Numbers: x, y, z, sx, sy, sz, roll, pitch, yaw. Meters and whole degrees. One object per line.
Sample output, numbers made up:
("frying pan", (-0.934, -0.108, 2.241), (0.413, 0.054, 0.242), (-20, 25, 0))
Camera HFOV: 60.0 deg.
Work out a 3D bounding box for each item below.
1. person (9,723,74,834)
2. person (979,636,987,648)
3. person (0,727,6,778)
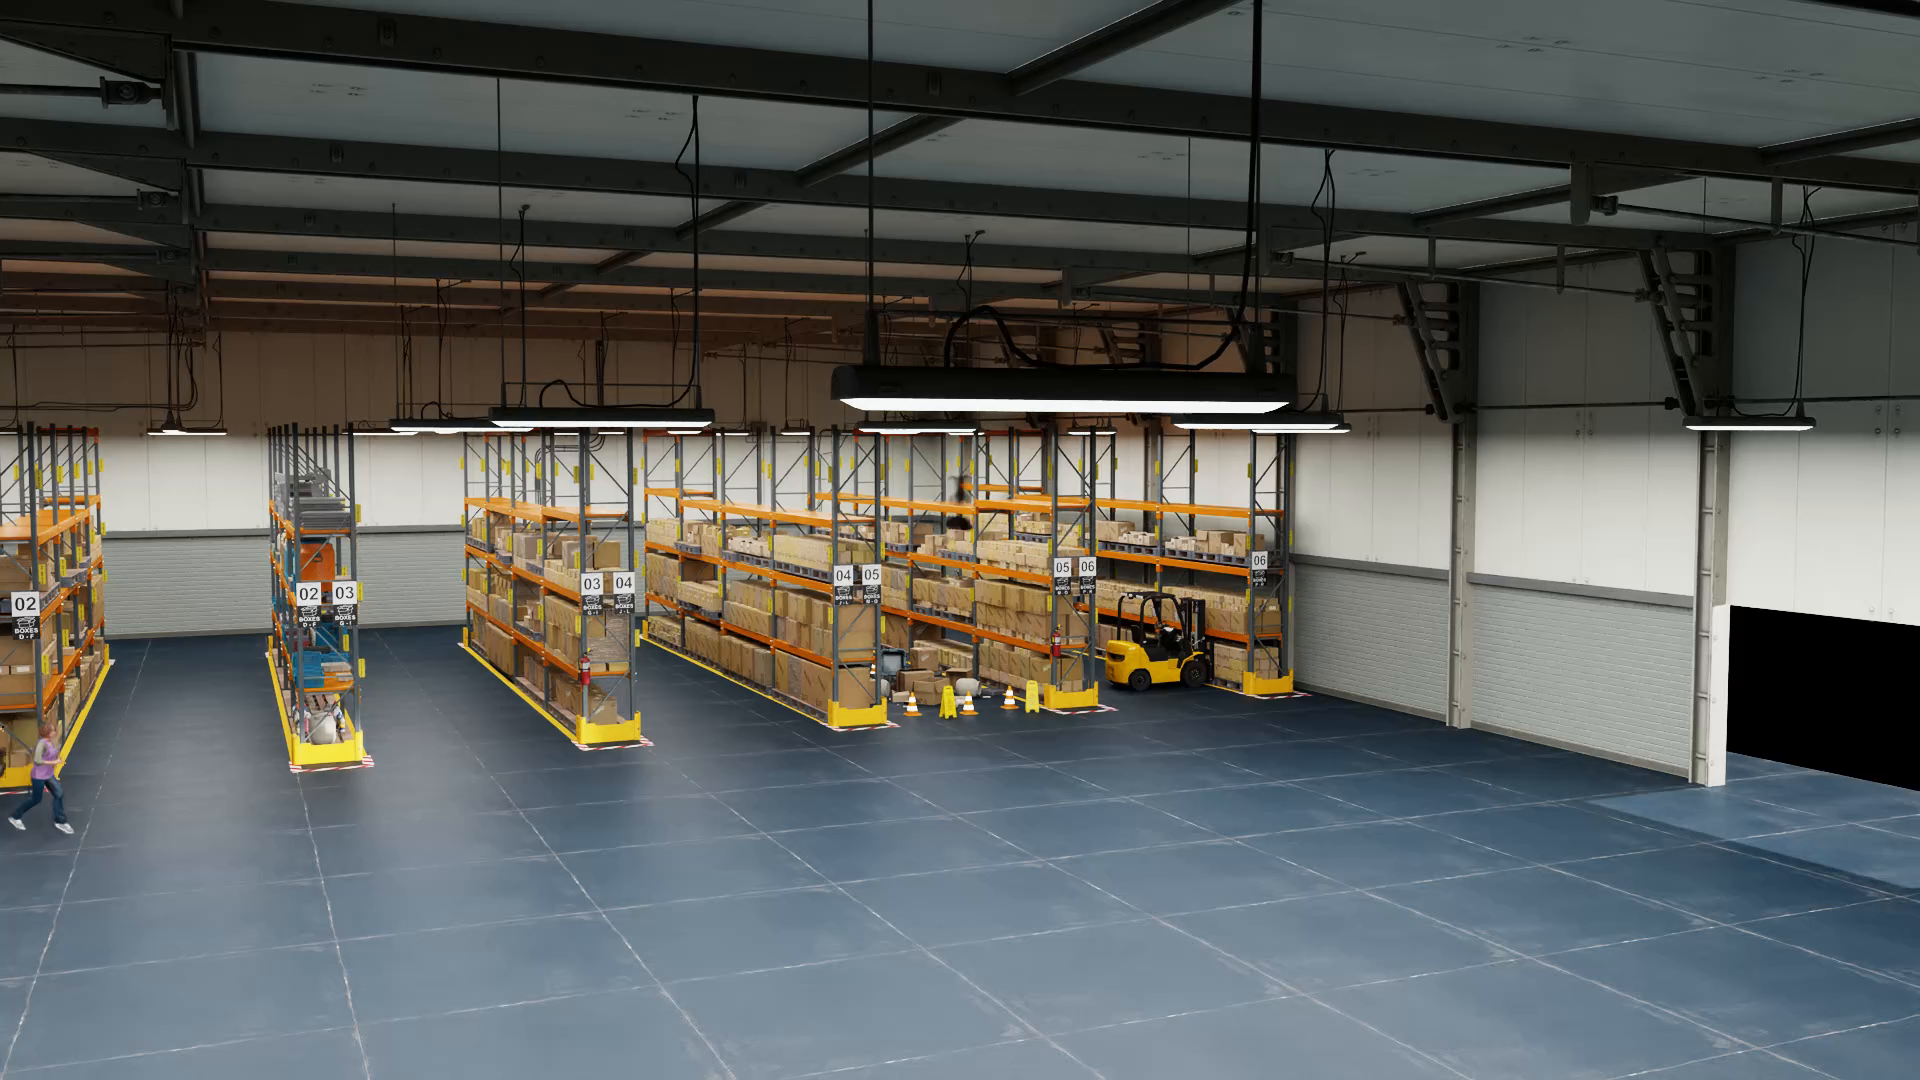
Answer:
("person", (-13.304, 3.456, 24.051), (0.893, 1.616, 0.562), (0, 4, -7))
("person", (0.556, 2.258, 43.638), (0.575, 1.668, 0.796), (-2, 4, -32))
("person", (-15.234, 3.267, 26.031), (0.749, 1.792, 0.711), (1, 4, 10))
